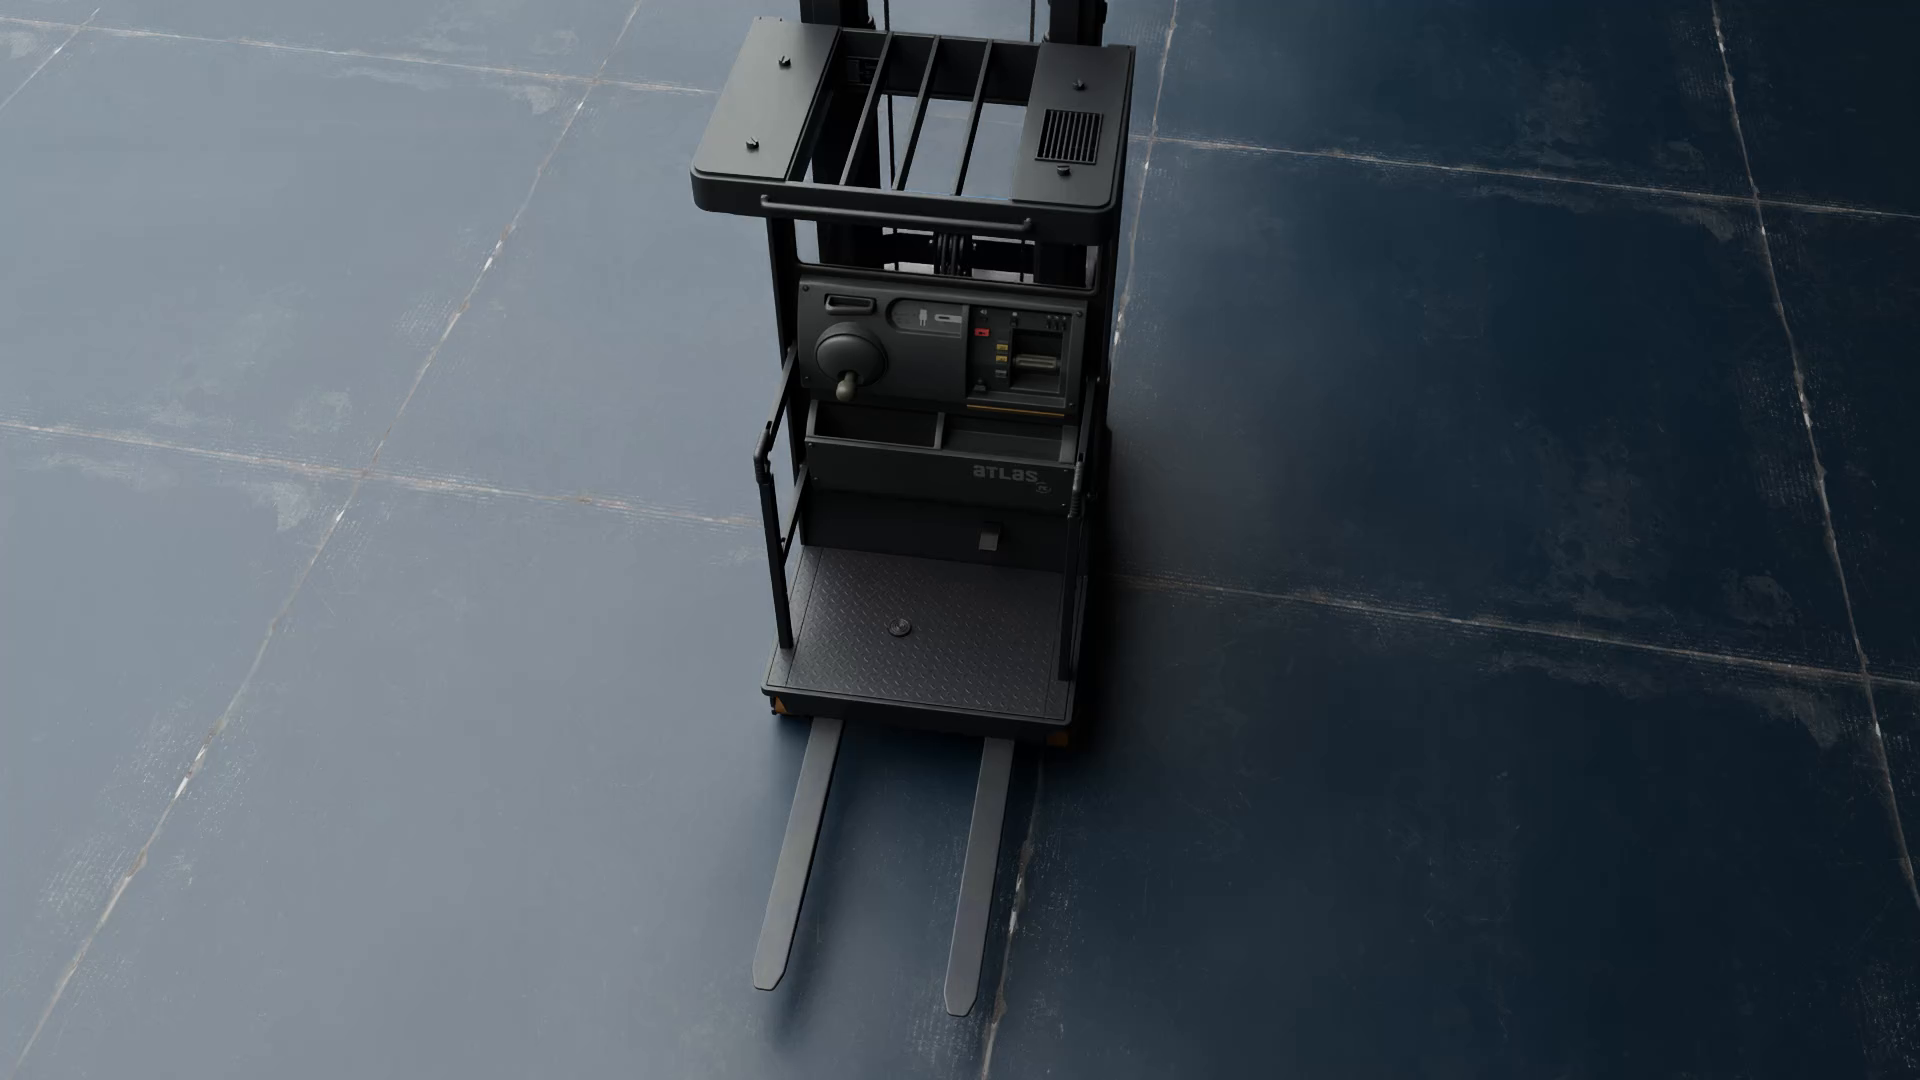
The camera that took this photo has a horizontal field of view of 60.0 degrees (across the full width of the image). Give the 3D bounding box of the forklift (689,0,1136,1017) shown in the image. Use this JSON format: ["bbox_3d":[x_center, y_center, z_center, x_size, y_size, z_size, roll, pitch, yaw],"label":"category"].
[{"bbox_3d":[-0.091,-0.516,5.215,1.130,2.935,3.031,6,48,6],"label":"forklift"}]
